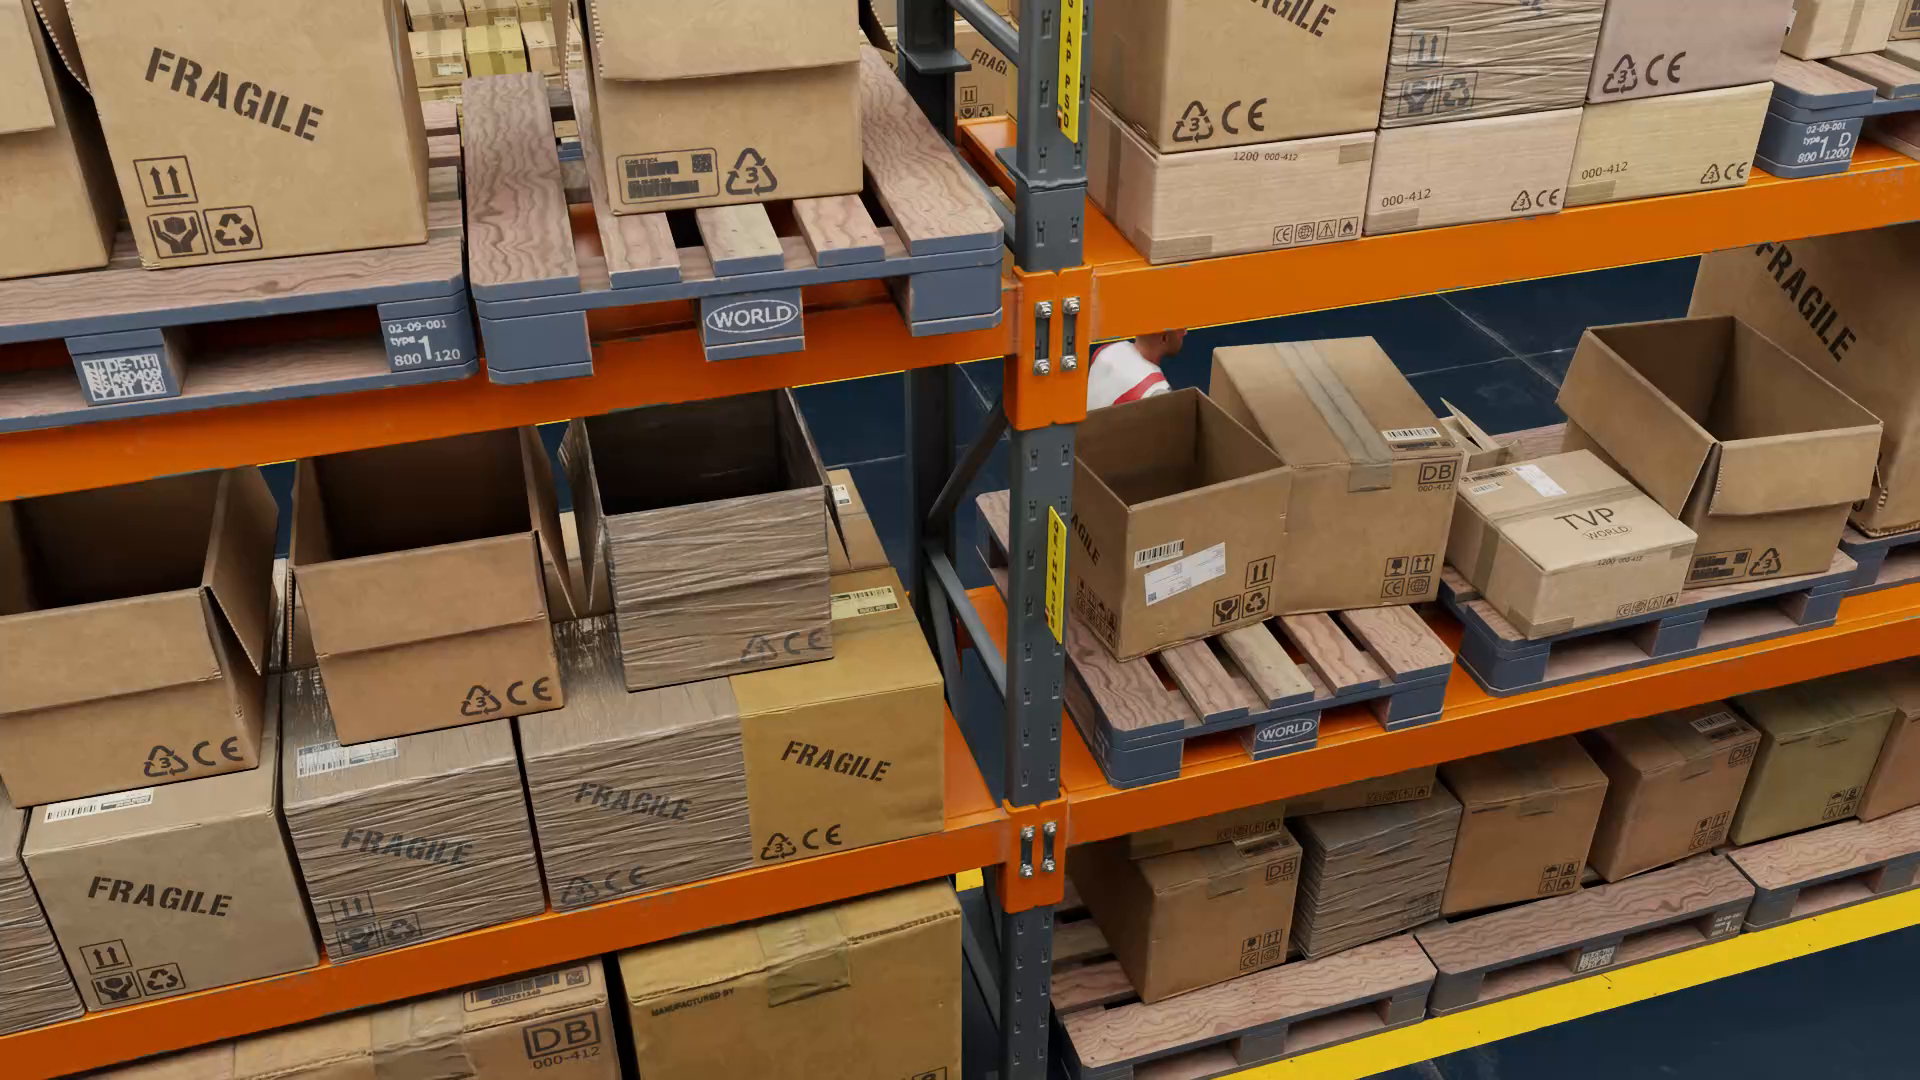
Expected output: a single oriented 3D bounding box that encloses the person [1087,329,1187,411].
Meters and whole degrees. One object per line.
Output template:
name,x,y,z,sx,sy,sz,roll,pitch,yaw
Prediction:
person,0.664,-0.143,6.342,0.448,1.780,0.608,-10,35,-14
